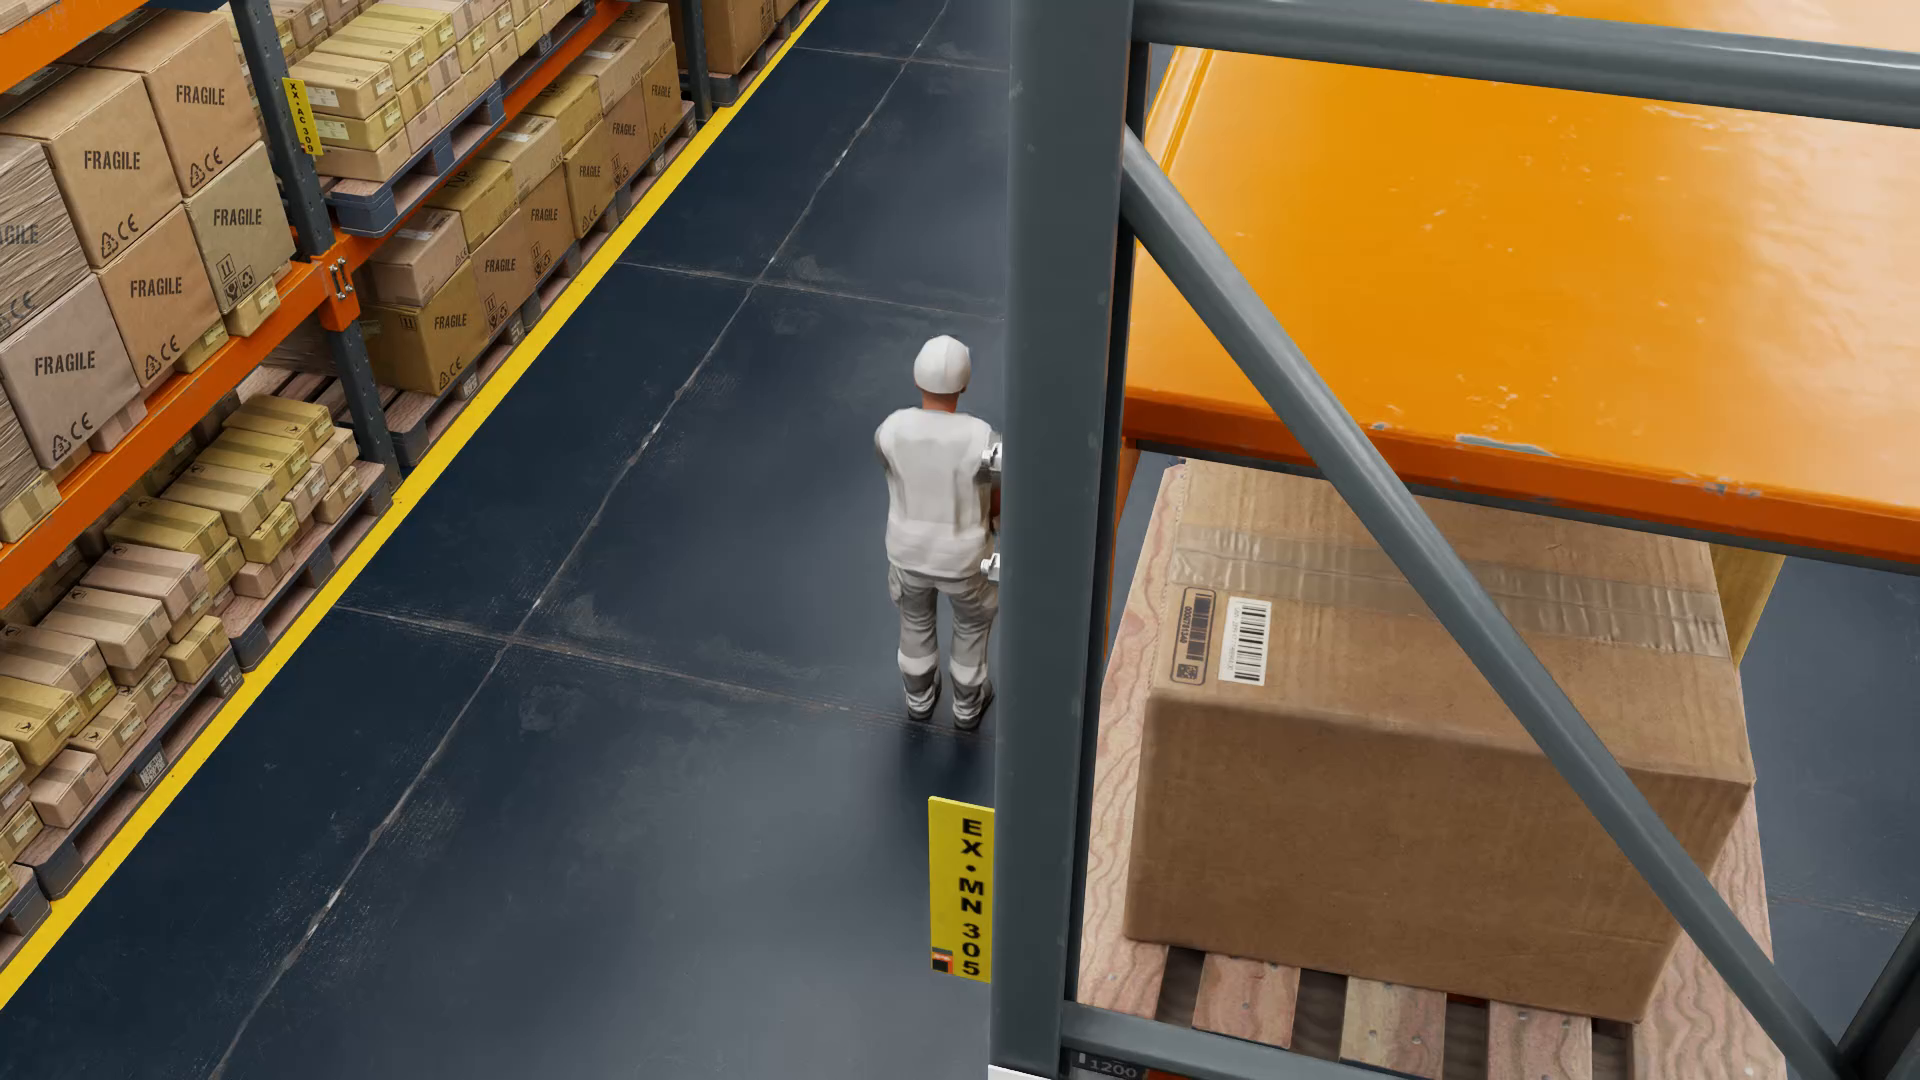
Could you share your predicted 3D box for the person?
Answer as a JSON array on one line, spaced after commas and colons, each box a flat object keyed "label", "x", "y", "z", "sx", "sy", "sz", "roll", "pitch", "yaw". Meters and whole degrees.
[{"label": "person", "x": -0.058, "y": -0.020, "z": 6.339, "sx": 0.491, "sy": 1.773, "sz": 0.577, "roll": 9, "pitch": 42, "yaw": 11}]
